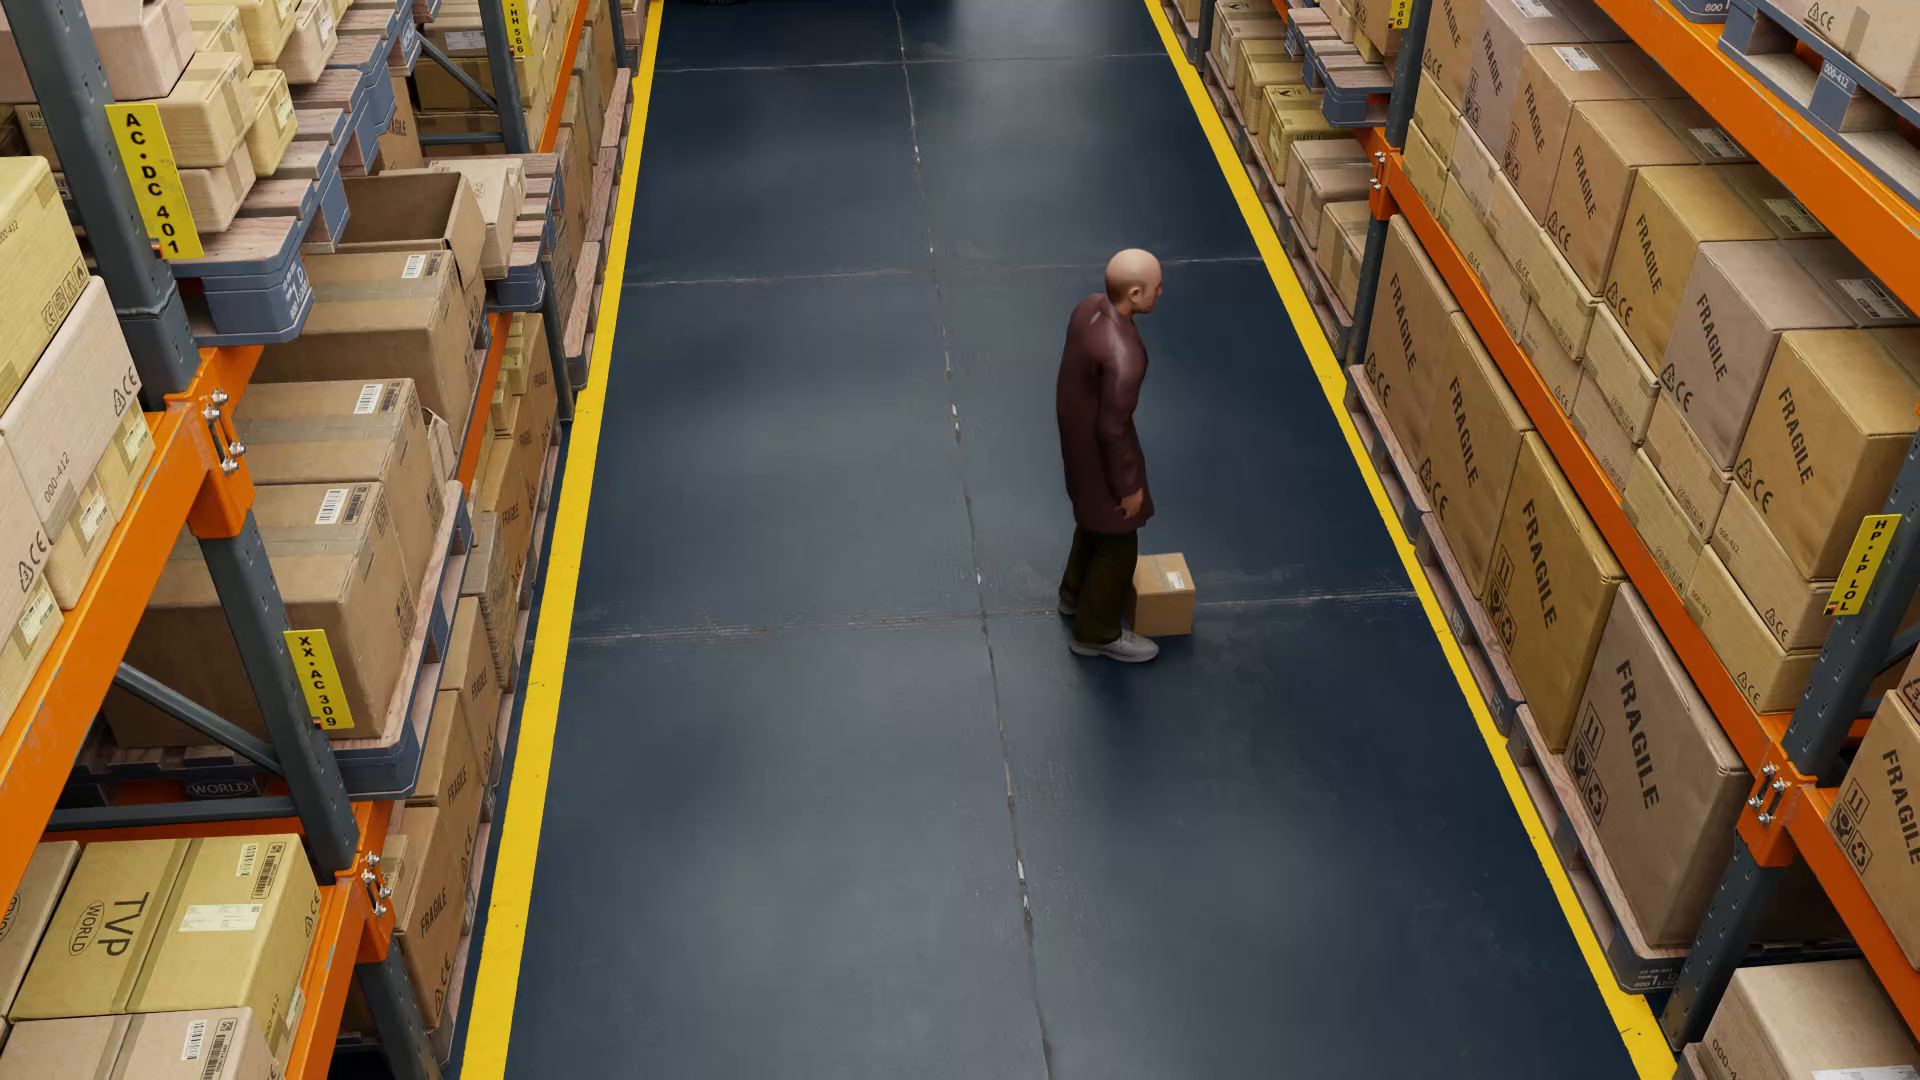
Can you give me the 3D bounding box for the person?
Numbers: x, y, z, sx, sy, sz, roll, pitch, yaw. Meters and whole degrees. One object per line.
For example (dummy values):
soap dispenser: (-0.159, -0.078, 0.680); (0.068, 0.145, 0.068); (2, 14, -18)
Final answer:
person: (0.599, -0.340, 6.591); (0.425, 1.774, 0.644); (-3, 39, -4)
